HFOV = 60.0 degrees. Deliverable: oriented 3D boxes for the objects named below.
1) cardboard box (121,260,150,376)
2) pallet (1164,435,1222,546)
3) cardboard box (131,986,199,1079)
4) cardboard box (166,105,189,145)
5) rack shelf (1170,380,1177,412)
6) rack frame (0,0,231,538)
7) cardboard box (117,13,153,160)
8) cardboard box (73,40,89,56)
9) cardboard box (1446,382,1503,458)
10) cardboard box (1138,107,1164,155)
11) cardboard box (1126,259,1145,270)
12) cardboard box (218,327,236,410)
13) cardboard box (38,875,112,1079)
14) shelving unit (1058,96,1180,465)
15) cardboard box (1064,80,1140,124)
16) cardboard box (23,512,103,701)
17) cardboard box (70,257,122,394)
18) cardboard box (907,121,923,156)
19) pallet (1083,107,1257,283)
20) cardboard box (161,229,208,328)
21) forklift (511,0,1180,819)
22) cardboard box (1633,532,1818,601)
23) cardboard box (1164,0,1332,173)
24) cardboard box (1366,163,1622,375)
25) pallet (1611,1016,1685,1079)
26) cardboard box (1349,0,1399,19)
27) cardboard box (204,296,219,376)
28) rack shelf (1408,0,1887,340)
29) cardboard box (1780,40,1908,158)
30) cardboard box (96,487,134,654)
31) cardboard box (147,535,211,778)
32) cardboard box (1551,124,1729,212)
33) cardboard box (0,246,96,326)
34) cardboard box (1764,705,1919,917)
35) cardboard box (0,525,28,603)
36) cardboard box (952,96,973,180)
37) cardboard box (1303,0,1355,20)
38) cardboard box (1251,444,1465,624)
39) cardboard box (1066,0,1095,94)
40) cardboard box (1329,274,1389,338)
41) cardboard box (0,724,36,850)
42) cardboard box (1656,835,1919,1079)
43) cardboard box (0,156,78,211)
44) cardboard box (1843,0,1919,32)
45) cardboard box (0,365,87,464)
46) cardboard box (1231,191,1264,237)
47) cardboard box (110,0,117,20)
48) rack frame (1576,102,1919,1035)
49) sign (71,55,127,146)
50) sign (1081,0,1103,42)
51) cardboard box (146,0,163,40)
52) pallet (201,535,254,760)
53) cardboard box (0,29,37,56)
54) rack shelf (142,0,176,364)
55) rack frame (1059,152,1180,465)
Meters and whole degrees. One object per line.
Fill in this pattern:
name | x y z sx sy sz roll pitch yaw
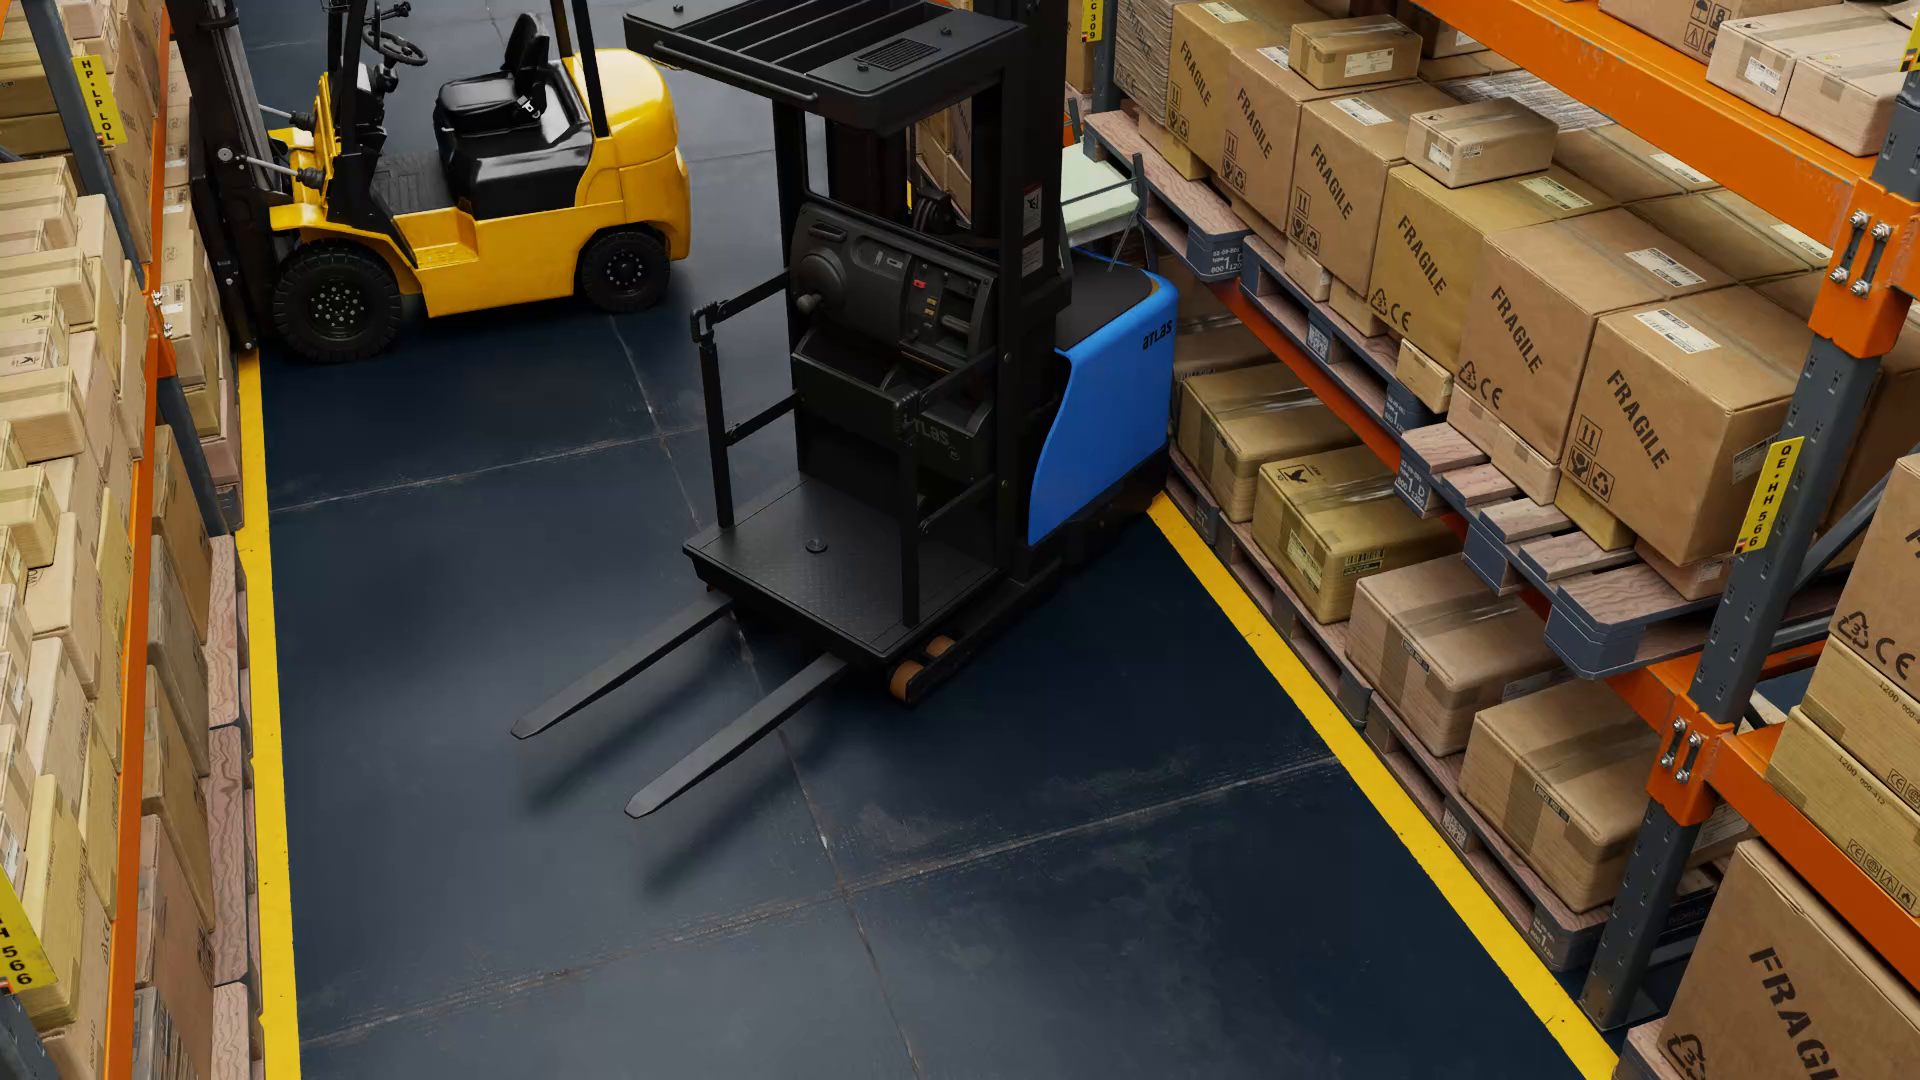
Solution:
cardboard box | -3.165 -0.730 5.851 0.500 0.250 0.500 -12 39 -15
pallet | 1.344 -0.497 7.735 1.003 0.211 1.213 -12 39 -16
cardboard box | -2.409 1.664 4.172 0.875 0.625 0.625 -11 38 -15
cardboard box | -4.145 -1.983 8.495 0.500 0.250 0.500 -12 39 -15
rack shelf | 0.643 -0.828 7.560 0.431 0.370 0.720 -20 36 -8
rack frame | -3.584 -1.021 6.112 1.000 3.000 0.127 -12 39 -16
cardboard box | -3.862 -1.942 7.252 0.500 0.500 0.500 -13 39 -16
cardboard box | -3.653 -1.842 6.580 0.380 0.149 0.250 -13 39 -16
cardboard box | 1.750 -0.408 5.159 0.380 0.149 0.250 -14 39 -18
cardboard box | 0.969 -1.740 6.927 0.380 0.149 0.250 -12 39 -15
cardboard box | 0.619 -1.398 8.550 0.500 0.250 0.500 -11 38 -14
cardboard box | -3.629 -0.716 7.643 0.500 0.250 0.500 -13 39 -17
cardboard box | -2.131 0.997 3.557 0.500 0.250 0.500 -12 39 -16
shelving unit | 0.577 -1.085 7.369 0.431 1.500 0.755 -20 36 -8
cardboard box | 0.678 -2.069 7.712 0.380 0.149 0.250 -13 39 -16
cardboard box | -2.465 0.215 4.180 0.500 0.250 0.500 -13 39 -17
cardboard box | -2.991 -0.647 5.325 0.500 0.250 0.500 -13 39 -17
cardboard box | -0.115 -2.577 10.114 0.500 0.250 0.500 -11 38 -14
pallet | 1.202 -1.512 6.924 1.003 0.211 1.213 -12 39 -16
cardboard box | -3.622 -1.119 7.348 0.500 0.250 0.500 -12 39 -16
forklift | -0.397 -0.880 5.983 1.130 2.935 3.031 26 44 30
cardboard box | 2.118 0.005 4.610 0.380 0.149 0.250 -11 38 -14
cardboard box | 1.140 -1.770 6.427 0.500 0.500 0.500 -12 39 -16
cardboard box | 1.671 -0.891 5.261 0.500 0.500 0.500 -15 40 -19
pallet | 2.652 1.784 4.706 1.003 0.211 1.213 -12 39 -16
cardboard box | 1.695 -2.036 6.241 0.380 0.149 0.250 -14 39 -17
cardboard box | -3.636 -0.911 7.487 0.500 0.250 0.500 -13 39 -16
rack shelf | 1.763 -1.832 5.293 1.077 0.370 4.000 -12 39 -16
cardboard box | 2.146 -1.023 3.831 0.380 0.149 0.250 -12 39 -16
cardboard box | -2.660 0.129 4.710 0.500 0.250 0.500 -11 38 -14
cardboard box | -3.134 0.492 5.728 0.875 0.625 0.625 -13 39 -16
cardboard box | 2.139 -1.011 5.420 0.500 0.500 0.500 -12 39 -15
cardboard box | -2.902 -0.761 5.144 0.380 0.149 0.250 -14 39 -17
cardboard box | 2.384 0.597 4.088 0.500 0.250 0.500 -13 39 -17
cardboard box | -2.463 0.128 3.965 0.380 0.149 0.250 -12 39 -15
cardboard box | 0.266 -2.273 9.088 0.500 0.500 0.500 -10 38 -14
cardboard box | 1.621 -1.884 6.578 0.500 0.500 0.500 -12 39 -16
cardboard box | 1.749 -0.075 6.692 0.950 0.372 0.625 -11 38 -14
cardboard box | 0.689 -2.409 7.625 0.500 0.500 0.500 -13 39 -17
cardboard box | 1.510 -0.854 5.750 0.380 0.149 0.250 -14 39 -17
cardboard box | -2.134 0.548 3.407 0.380 0.149 0.250 -12 39 -15
cardboard box | 2.611 1.297 4.451 0.875 0.875 0.875 -13 39 -16
cardboard box | -3.258 -1.173 5.692 0.380 0.149 0.250 -11 38 -14
cardboard box | 2.415 -1.293 4.092 0.396 0.266 0.258 -12 39 -16
cardboard box | -2.627 -0.323 4.564 0.380 0.149 0.250 -13 39 -17
cardboard box | 1.265 -1.299 6.341 0.380 0.149 0.250 -12 39 -15
cardboard box | -3.860 -2.283 7.166 0.380 0.149 0.250 -14 39 -17
rack frame | 2.452 0.209 4.479 1.000 3.000 0.127 -12 39 -16
sign | -3.078 -1.569 5.944 0.100 0.325 0.005 -12 39 -16
sign | 0.568 -2.280 7.064 0.100 0.325 0.005 -12 39 -16
cardboard box | -4.375 -2.802 8.393 0.500 0.500 0.500 -11 38 -15
pallet | -3.294 0.501 6.409 1.003 0.211 1.213 -12 39 -16
cardboard box | -3.607 -1.806 6.284 0.380 0.149 0.250 -12 39 -15
rack shelf | -4.272 -1.863 7.828 1.077 0.370 4.000 -12 39 -16
rack frame | 0.688 -0.895 7.076 0.400 1.500 0.023 -20 36 -8
